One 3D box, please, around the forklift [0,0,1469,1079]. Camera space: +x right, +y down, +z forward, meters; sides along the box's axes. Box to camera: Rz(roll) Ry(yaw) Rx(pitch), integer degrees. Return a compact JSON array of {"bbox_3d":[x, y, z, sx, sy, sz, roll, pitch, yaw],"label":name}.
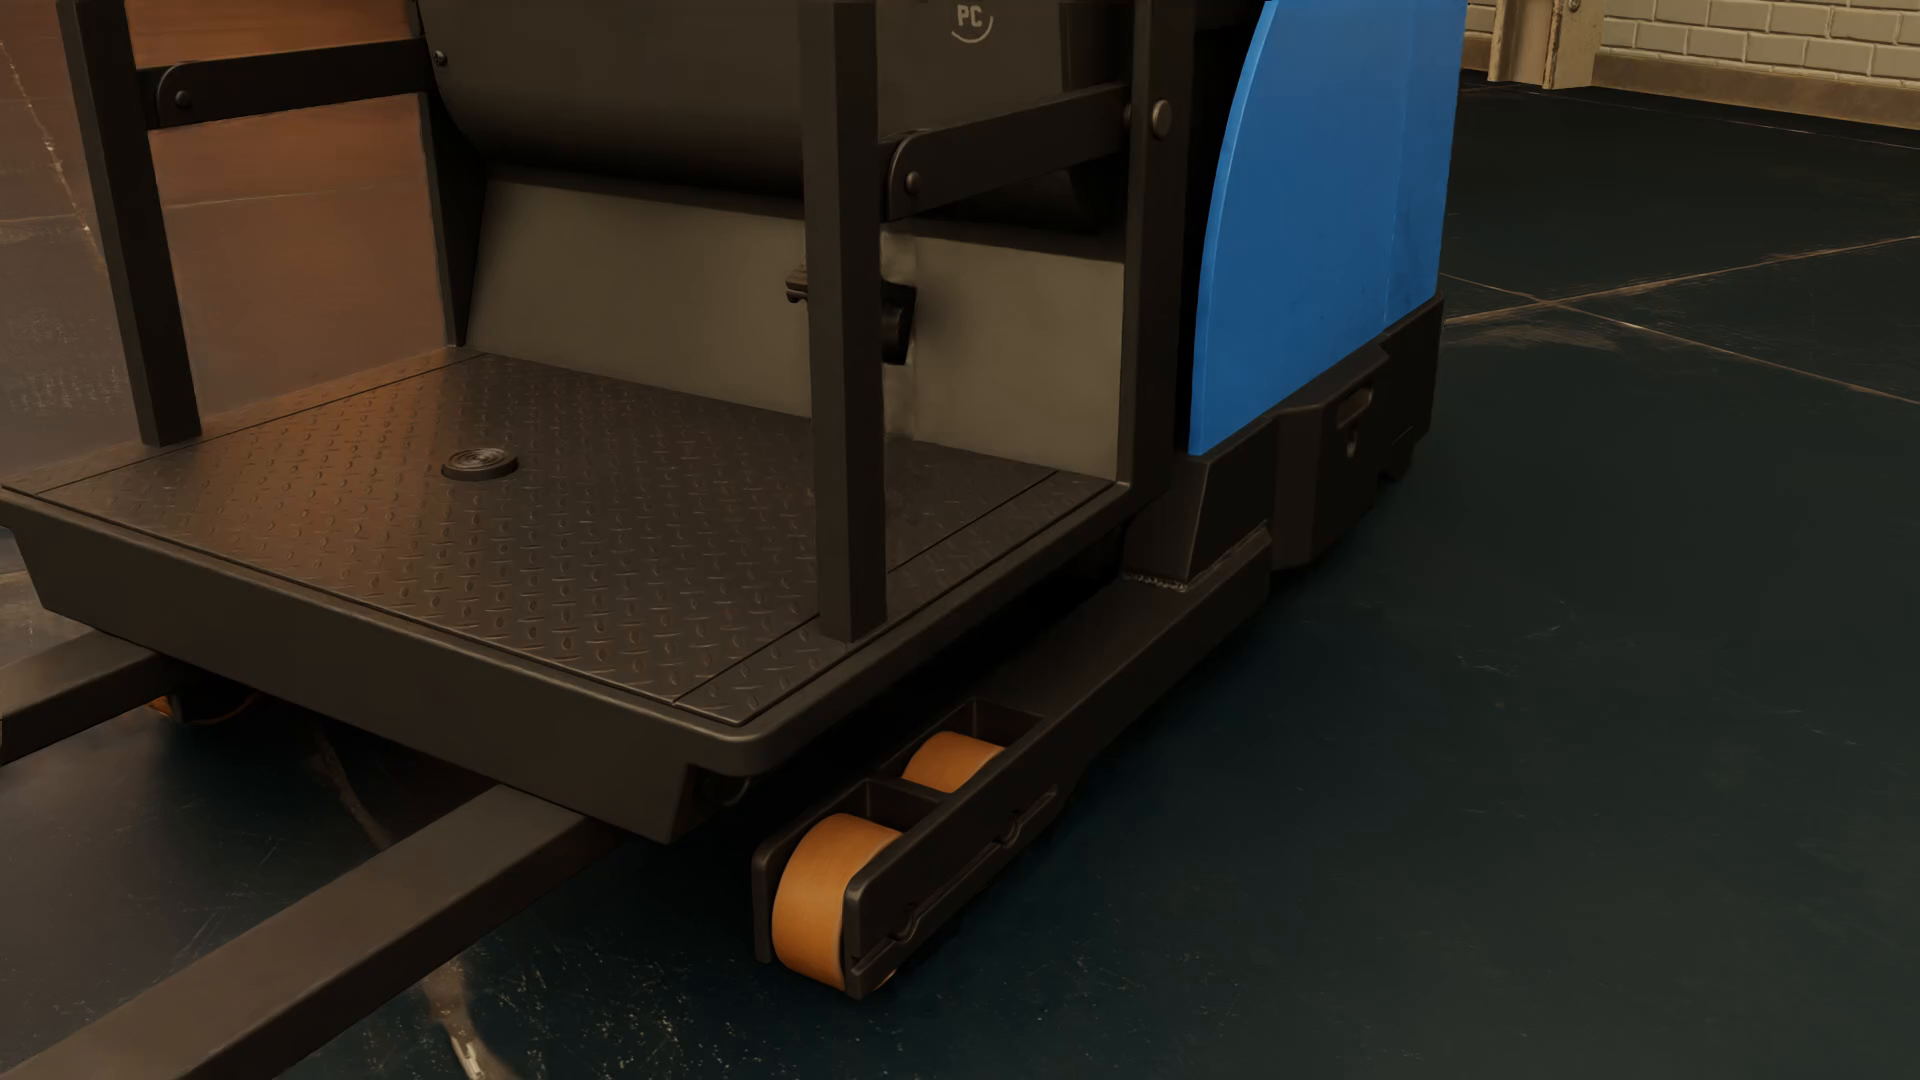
[{"bbox_3d":[-0.376,-1.127,1.520,1.130,2.935,3.031,13,26,29],"label":"forklift"}]
